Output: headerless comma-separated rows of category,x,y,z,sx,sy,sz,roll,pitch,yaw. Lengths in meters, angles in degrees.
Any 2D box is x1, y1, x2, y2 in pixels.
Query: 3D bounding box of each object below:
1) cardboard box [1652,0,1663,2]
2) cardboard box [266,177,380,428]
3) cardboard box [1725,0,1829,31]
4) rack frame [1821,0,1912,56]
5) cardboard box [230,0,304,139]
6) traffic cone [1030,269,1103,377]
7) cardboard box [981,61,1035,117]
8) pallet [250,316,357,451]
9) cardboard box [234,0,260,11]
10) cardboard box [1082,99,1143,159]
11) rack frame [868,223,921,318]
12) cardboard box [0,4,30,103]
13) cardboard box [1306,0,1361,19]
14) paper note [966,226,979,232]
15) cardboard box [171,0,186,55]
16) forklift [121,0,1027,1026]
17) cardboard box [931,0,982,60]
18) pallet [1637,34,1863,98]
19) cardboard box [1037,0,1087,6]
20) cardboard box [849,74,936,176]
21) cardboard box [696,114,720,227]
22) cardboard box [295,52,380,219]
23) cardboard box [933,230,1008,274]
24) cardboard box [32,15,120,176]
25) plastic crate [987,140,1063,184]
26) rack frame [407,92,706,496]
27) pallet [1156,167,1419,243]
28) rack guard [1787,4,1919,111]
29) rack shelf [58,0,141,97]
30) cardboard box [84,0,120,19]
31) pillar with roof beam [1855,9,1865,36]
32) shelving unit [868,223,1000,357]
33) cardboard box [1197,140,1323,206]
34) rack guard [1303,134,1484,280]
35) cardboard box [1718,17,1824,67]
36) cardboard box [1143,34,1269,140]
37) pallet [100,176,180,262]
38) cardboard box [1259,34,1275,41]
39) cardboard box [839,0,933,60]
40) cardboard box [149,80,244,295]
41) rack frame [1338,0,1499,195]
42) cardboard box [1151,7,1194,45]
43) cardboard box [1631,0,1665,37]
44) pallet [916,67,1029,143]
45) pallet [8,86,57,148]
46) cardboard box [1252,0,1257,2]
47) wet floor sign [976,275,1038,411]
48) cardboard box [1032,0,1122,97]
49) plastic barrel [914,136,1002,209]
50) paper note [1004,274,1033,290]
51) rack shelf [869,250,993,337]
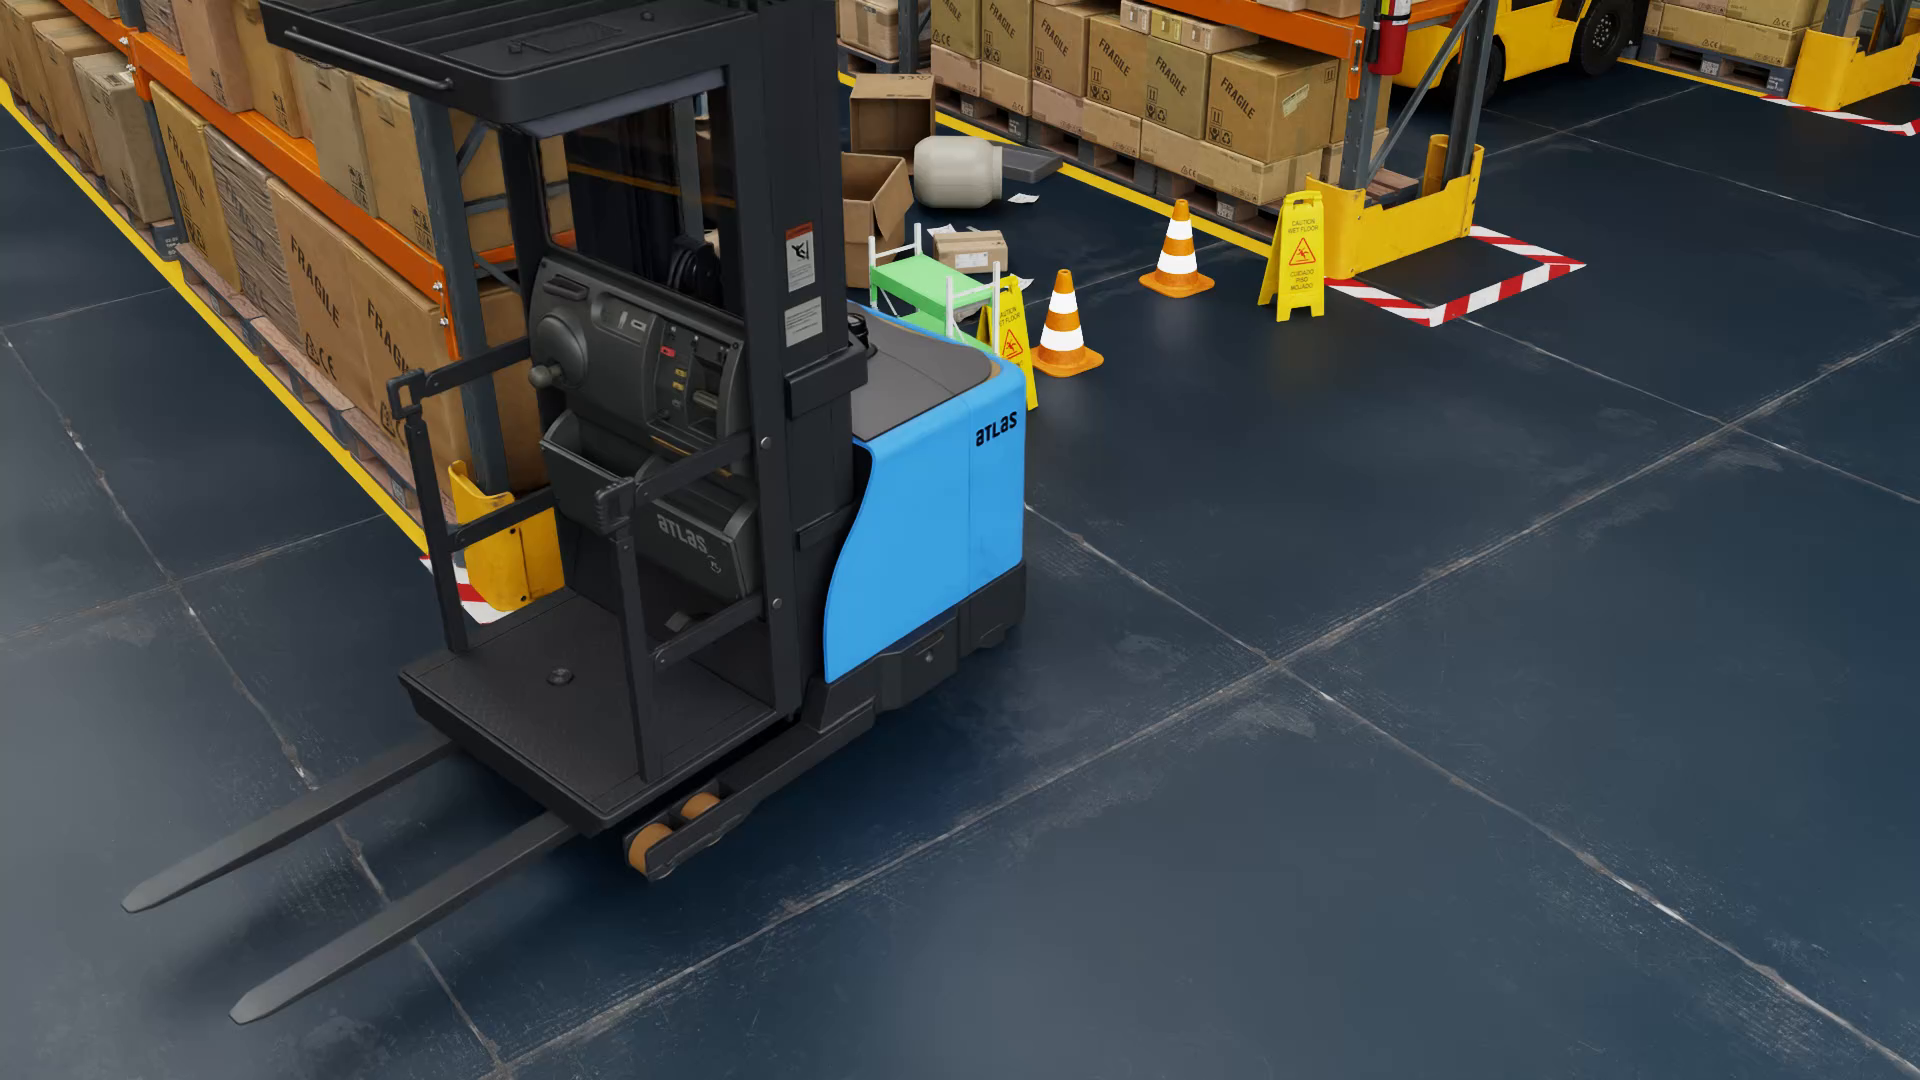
cardboard box,5.195,-4.254,12.491,0.500,0.250,0.500,-23,39,-32
cardboard box,-2.404,-1.161,7.392,0.875,0.875,0.875,-23,39,-32
cardboard box,5.827,-3.833,11.813,0.500,0.250,0.500,-23,38,-32
rack frame,6.372,-4.509,11.166,1.000,3.000,0.127,-22,38,-31
cardboard box,-2.614,-2.165,7.251,0.875,0.550,0.500,-22,38,-31
traffic cone,0.503,-1.085,8.058,0.336,0.463,0.334,-22,38,-31
cardboard box,0.486,-3.027,10.988,0.500,0.250,0.500,-20,37,-29
pallet,-2.690,-0.889,7.981,1.003,0.211,1.213,-22,38,-31
cardboard box,-2.665,-2.603,6.932,0.875,0.550,0.500,-22,38,-31
cardboard box,1.109,-2.596,10.295,0.500,0.250,0.500,-24,39,-33
rack frame,-0.251,-0.680,6.708,0.240,1.200,0.015,-22,38,-31
cardboard box,-5.998,-3.532,11.327,1.050,0.750,0.750,-23,38,-32
cardboard box,2.055,-2.881,8.784,0.380,0.149,0.250,-21,37,-30
paper note,0.084,-1.796,9.633,0.032,0.001,0.123,-22,38,-31
cardboard box,-3.256,-2.617,7.978,0.875,0.550,0.550,-22,38,-31
forklift,-1.111,-0.513,4.798,1.130,2.935,3.031,25,40,34
cardboard box,0.149,-3.564,11.143,0.500,0.500,0.500,-20,37,-29
pallet,5.870,-3.629,12.393,1.003,0.211,1.213,-22,38,-31
cardboard box,0.663,-3.443,10.333,0.380,0.149,0.250,-20,37,-29
cardboard box,-0.417,-2.621,10.493,0.500,0.500,0.500,1,32,2
cardboard box,-1.203,-2.198,9.684,0.797,0.637,0.503,-22,38,-31
cardboard box,-2.012,-1.684,6.475,0.875,0.550,0.550,-22,38,-31
cardboard box,0.055,-1.583,9.157,0.380,0.149,0.250,-4,32,-7
cardboard box,-4.887,-2.780,10.118,1.050,0.750,0.750,-22,38,-31
plastic crate,0.316,-2.408,10.552,0.583,0.080,0.402,18,36,27
rack frame,-1.394,-1.258,5.932,1.000,3.000,0.127,-22,38,-31
pallet,1.937,-2.098,9.929,1.003,0.211,1.213,-22,38,-31
rack guard,6.387,-3.437,11.810,1.175,0.500,0.348,-22,38,-31
rack shelf,-5.074,-3.453,10.148,1.077,0.370,4.000,-22,38,-31
cardboard box,-4.378,-3.098,8.801,0.500,0.500,0.500,-23,38,-32
pillar with roof beam,3.257,-6.246,8.278,9.100,9.000,0.400,-22,38,-31
shelving unit,-0.101,-0.579,6.545,0.258,1.200,0.503,-22,38,-31
cardboard box,1.731,-2.171,9.611,0.500,0.250,0.500,-22,38,-32
rack guard,2.407,-1.871,9.289,1.175,0.500,0.348,-22,38,-31
cardboard box,5.835,-3.613,11.932,0.500,0.250,0.500,-22,38,-31
cardboard box,1.434,-2.696,9.745,0.500,0.500,0.500,-21,37,-30
pallet,-4.380,-2.037,9.830,1.003,0.211,1.213,-22,38,-31
cardboard box,1.838,-2.882,10.045,0.500,0.500,0.500,-24,39,-33
cardboard box,-0.323,-3.848,12.196,0.950,0.372,0.625,-22,38,-31
cardboard box,-3.517,-1.916,8.607,0.875,0.875,0.875,-22,38,-31
rack frame,2.454,-2.901,8.578,1.000,3.000,0.127,-22,38,-31
cardboard box,1.327,-2.992,9.607,0.380,0.149,0.250,-22,38,-31
cardboard box,5.238,-4.034,12.611,0.500,0.250,0.500,-22,38,-31
pallet,0.441,-3.115,11.566,1.003,0.211,1.213,-22,38,-31
pallet,-5.876,-3.054,11.468,1.003,0.211,1.213,-22,38,-31
cardboard box,1.672,-3.065,9.079,0.380,0.149,0.250,-23,39,-32
wet floor sign,0.187,-0.886,7.565,0.232,0.644,0.267,26,40,35
cardboard box,0.804,-3.128,10.441,0.500,0.500,0.500,-20,37,-29
plastic barrel,-0.009,-2.178,9.855,0.512,0.421,0.421,1,32,2
paper note,0.302,-1.390,8.959,0.142,0.019,0.148,18,36,27
rack shelf,-0.101,-0.932,6.325,0.258,0.148,0.480,-22,38,-31
